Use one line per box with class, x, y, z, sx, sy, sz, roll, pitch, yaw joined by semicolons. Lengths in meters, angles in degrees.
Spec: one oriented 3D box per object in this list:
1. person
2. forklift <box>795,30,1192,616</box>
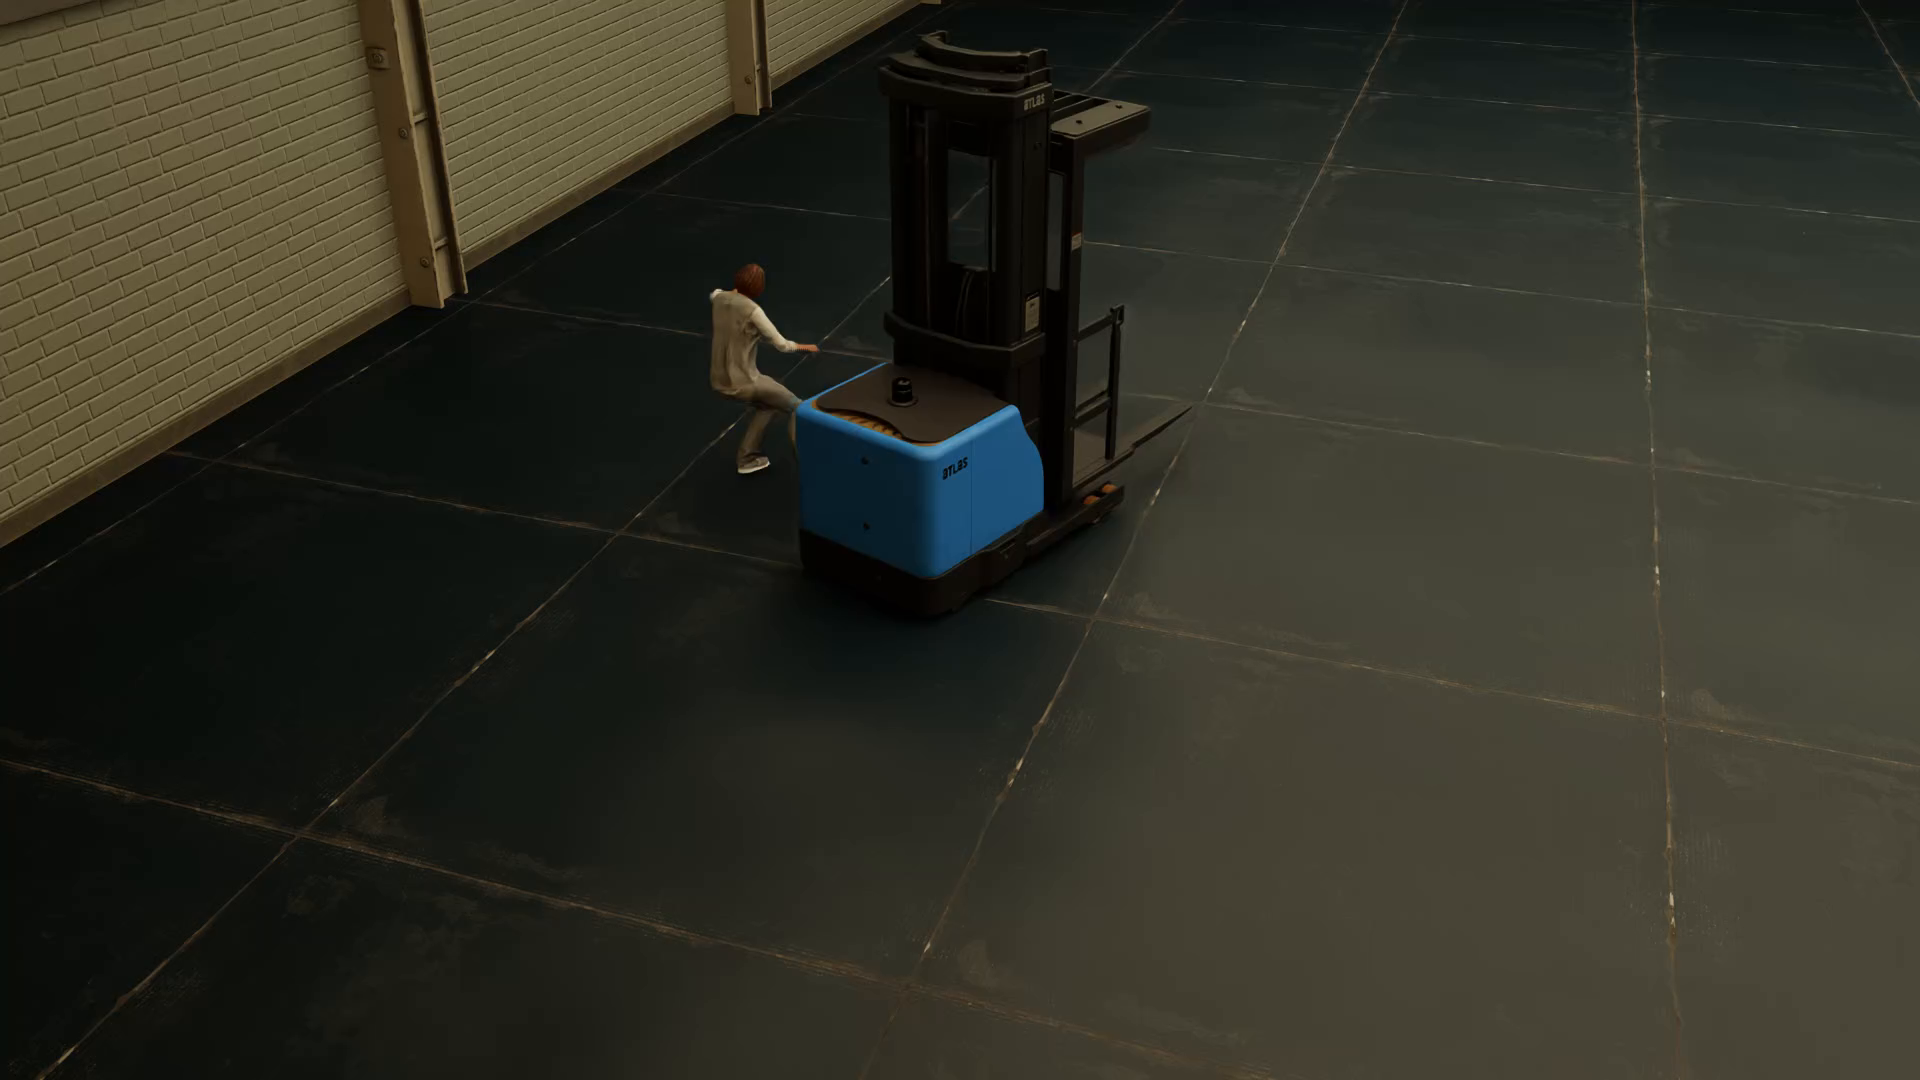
person;-1.227;-1.099;10.682;1.208;1.361;0.766;21;36;33
forklift;0.372;-1.516;9.796;1.130;2.935;3.031;21;36;33
